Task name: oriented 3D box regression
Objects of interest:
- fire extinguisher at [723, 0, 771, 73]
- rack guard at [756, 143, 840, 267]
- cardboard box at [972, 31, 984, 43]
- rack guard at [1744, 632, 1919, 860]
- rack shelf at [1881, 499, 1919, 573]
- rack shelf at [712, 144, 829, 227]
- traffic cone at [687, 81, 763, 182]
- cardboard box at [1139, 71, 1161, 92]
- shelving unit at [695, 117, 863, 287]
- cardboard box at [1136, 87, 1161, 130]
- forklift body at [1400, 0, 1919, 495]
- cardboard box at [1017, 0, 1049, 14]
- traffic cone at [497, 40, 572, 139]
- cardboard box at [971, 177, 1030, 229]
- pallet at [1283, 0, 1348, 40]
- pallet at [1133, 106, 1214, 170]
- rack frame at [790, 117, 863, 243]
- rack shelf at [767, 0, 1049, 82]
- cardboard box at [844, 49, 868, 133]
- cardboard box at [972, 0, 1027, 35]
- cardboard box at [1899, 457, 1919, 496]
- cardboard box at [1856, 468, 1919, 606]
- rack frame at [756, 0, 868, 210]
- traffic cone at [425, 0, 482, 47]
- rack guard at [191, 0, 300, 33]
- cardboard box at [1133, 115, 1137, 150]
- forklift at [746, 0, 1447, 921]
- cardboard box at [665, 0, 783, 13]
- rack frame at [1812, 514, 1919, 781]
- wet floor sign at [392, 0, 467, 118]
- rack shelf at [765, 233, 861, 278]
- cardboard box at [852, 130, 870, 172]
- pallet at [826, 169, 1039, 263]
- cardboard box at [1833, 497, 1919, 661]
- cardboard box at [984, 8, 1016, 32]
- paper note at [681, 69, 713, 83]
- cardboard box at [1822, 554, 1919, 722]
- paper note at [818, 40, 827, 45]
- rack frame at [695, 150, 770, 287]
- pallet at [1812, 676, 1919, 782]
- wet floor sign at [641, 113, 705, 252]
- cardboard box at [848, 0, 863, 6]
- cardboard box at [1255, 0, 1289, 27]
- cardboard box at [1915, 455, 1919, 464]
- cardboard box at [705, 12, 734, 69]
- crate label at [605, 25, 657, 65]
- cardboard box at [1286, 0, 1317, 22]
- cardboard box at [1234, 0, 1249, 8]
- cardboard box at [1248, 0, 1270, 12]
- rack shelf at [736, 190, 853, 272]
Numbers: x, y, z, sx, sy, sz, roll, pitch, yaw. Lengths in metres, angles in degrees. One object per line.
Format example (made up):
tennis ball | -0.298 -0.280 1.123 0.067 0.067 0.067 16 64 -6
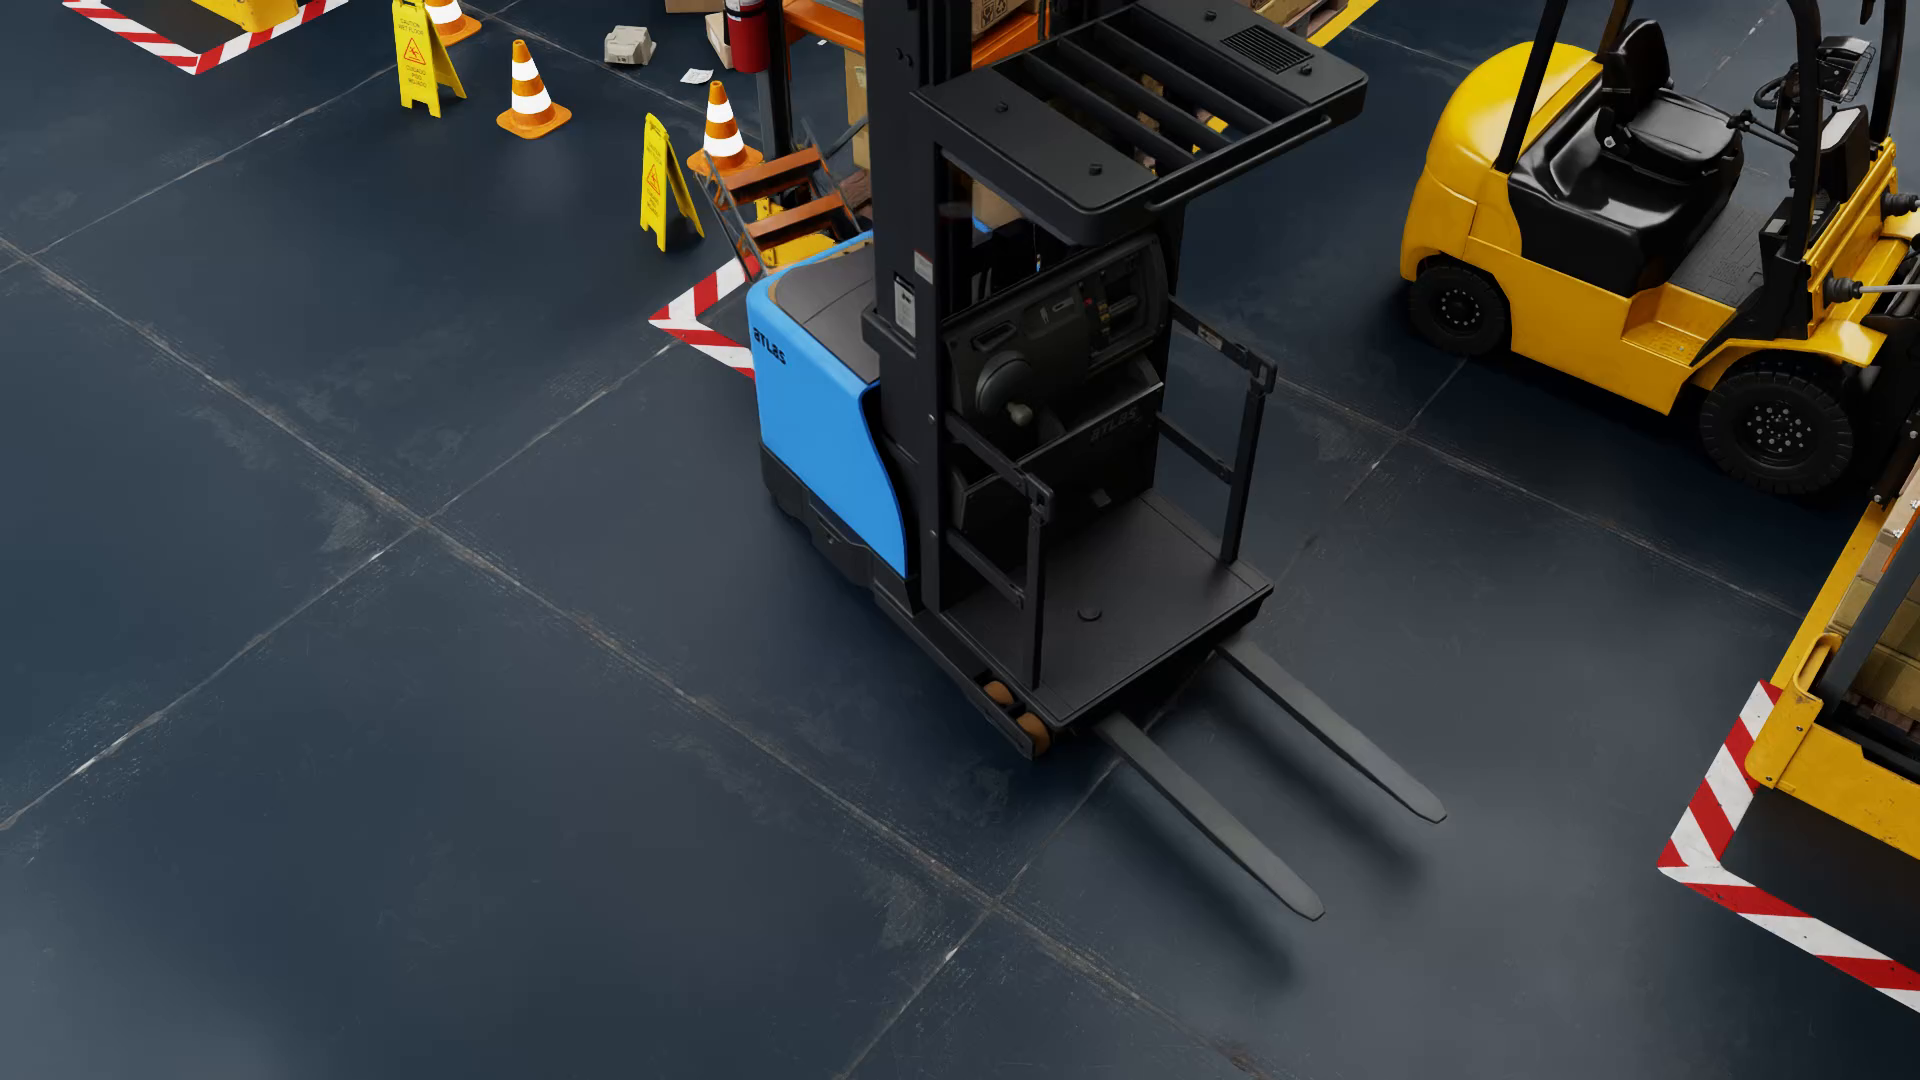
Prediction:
fire extinguisher | -0.924 -2.344 7.132 0.296 0.674 0.183 29 53 25
rack guard | -0.443 -1.412 7.918 1.175 0.500 0.348 29 53 25
cardboard box | -0.118 -2.248 7.162 0.380 0.149 0.250 29 53 25
rack guard | 3.426 0.837 5.769 1.175 0.500 0.348 29 53 25
rack shelf | 4.664 -0.936 6.232 1.077 0.370 4.000 29 53 25
rack shelf | -0.858 -1.597 7.502 0.480 0.258 0.148 -25 86 -23
traffic cone | -1.247 -2.172 8.670 0.336 0.463 0.334 29 53 25
cardboard box | 0.866 -2.624 8.439 0.500 0.500 0.500 30 53 26
shelving unit | -0.682 -1.247 7.474 0.503 0.258 1.200 -25 86 -23
cardboard box | 0.865 -2.373 8.718 0.500 0.250 0.500 33 54 27
forklift body | 3.157 -1.638 6.992 2.313 2.155 1.214 29 53 25
cardboard box | 0.252 -2.515 7.416 0.380 0.149 0.250 28 52 24
traffic cone | -2.333 -2.468 8.953 0.336 0.463 0.334 29 53 25
cardboard box | 0.223 -1.767 8.139 0.500 0.250 0.500 29 53 25
pallet | 1.574 -3.158 9.785 1.003 0.211 1.213 29 53 25
pallet | 0.828 -2.457 9.115 1.003 0.211 1.213 29 53 25
rack frame | -0.478 -1.343 7.568 0.015 0.240 1.200 -25 86 -23
rack shelf | 0.734 -3.128 8.326 1.077 0.370 4.000 29 53 25
cardboard box | -0.206 -2.260 8.092 0.500 0.500 0.500 30 53 25
cardboard box | 0.020 -2.518 6.971 0.500 0.500 0.500 28 53 24
cardboard box | 3.783 -0.277 6.024 0.500 0.250 0.500 30 53 26
cardboard box | 3.476 0.018 5.743 0.500 0.250 0.500 31 54 26
rack frame | -0.489 -2.232 6.972 1.000 3.000 0.127 29 53 25
traffic cone | -3.020 -3.162 9.616 0.336 0.463 0.334 29 53 25
rack guard | -4.483 -3.485 9.898 1.175 0.500 0.348 29 53 25
cardboard box | 0.541 -2.055 8.415 0.500 0.250 0.500 31 54 26
forklift | 0.472 -0.622 5.482 1.130 2.935 3.031 -30 53 -25
cardboard box | -1.419 -3.494 9.904 0.797 0.503 0.637 -2 46 -2
rack frame | 3.441 -0.040 4.878 1.000 3.000 0.127 29 53 25
wet floor sign | -2.919 -2.657 9.007 0.267 0.644 0.232 21 50 19
rack shelf | -0.651 -1.187 7.469 0.480 0.258 0.148 -25 86 -23
cardboard box | -0.193 -2.023 8.383 0.500 0.250 0.500 29 53 25
pallet | 0.082 -1.762 8.451 1.003 0.211 1.213 29 53 25
cardboard box | 3.491 0.176 5.938 0.500 0.250 0.500 29 53 25
cardboard box | 0.025 -2.399 7.306 0.380 0.149 0.250 30 53 26
paper note | -1.486 -2.627 9.403 0.148 0.019 0.142 13 48 12
cardboard box | 3.478 0.356 6.111 0.500 0.250 0.500 30 53 25
paper note | -0.779 -2.915 9.692 0.032 0.001 0.123 29 53 25
rack frame | -0.886 -1.152 7.380 0.015 0.240 1.200 -25 86 -23
pallet | 3.876 0.467 6.322 1.003 0.211 1.213 29 53 25
wet floor sign | -1.452 -1.783 8.172 0.232 0.644 0.267 -25 51 -22
cardboard box | -0.430 -2.454 7.358 0.380 0.149 0.250 31 54 26
cardboard box | 1.490 -2.950 9.269 0.500 0.250 0.500 28 52 24
cardboard box | 4.105 -0.411 6.499 0.500 0.250 0.500 28 52 24
cardboard box | -1.287 -2.890 9.572 0.250 0.149 0.380 -17 49 -15
crate label | -1.902 -2.833 9.526 0.250 0.136 0.298 6 47 5
cardboard box | 1.808 -3.259 9.565 0.500 0.250 0.500 32 54 27
cardboard box | 1.186 -2.934 8.735 0.500 0.500 0.500 32 54 27
cardboard box | 1.498 -3.226 9.015 0.500 0.500 0.500 30 53 26
rack shelf | -0.752 -1.387 7.485 0.480 0.258 0.148 -25 86 -23
